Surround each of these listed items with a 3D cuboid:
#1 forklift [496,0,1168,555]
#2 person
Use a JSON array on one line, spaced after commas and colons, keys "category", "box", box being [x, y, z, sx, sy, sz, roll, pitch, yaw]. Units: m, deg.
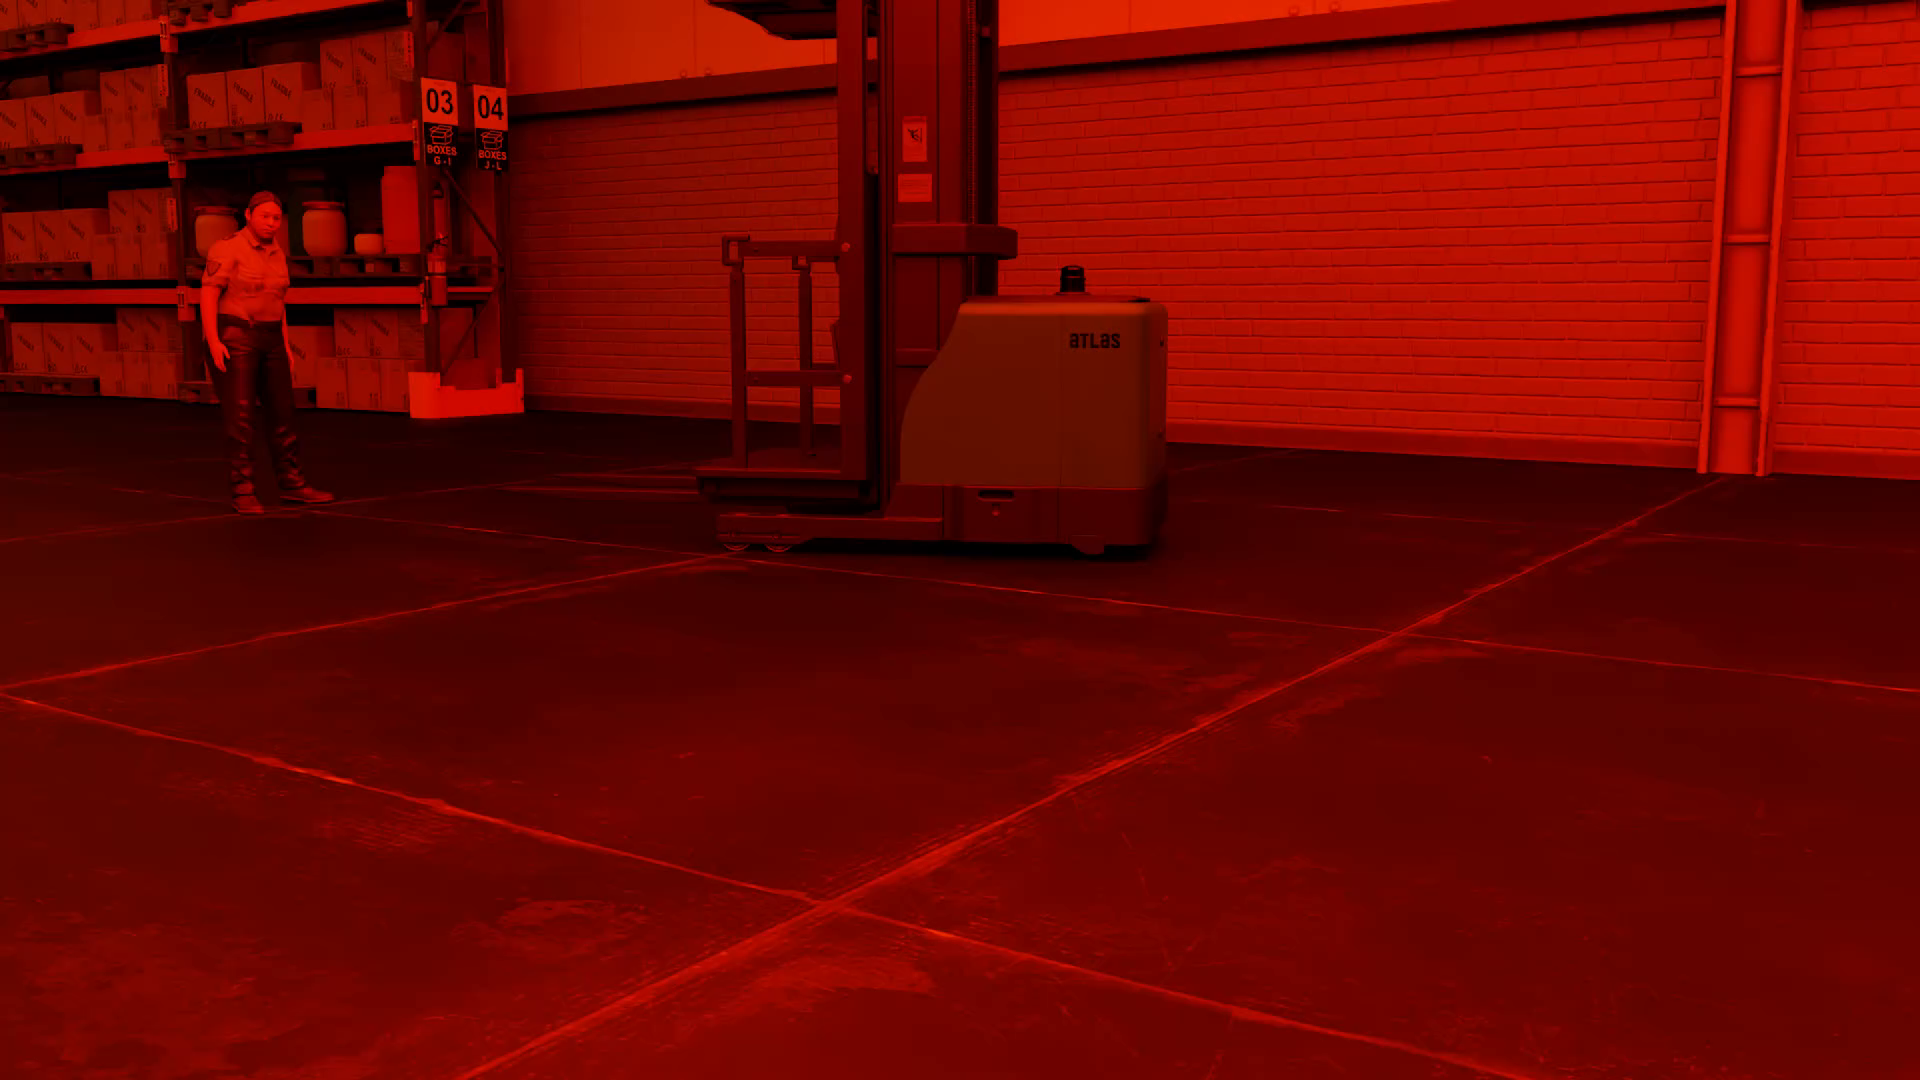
[{"category": "forklift", "box": [-0.596, -1.469, 7.520, 3.031, 2.935, 1.130, 2, 8, 12]}, {"category": "person", "box": [-3.669, -0.980, 8.721, 0.431, 1.638, 0.657, 3, 9, 23]}]
